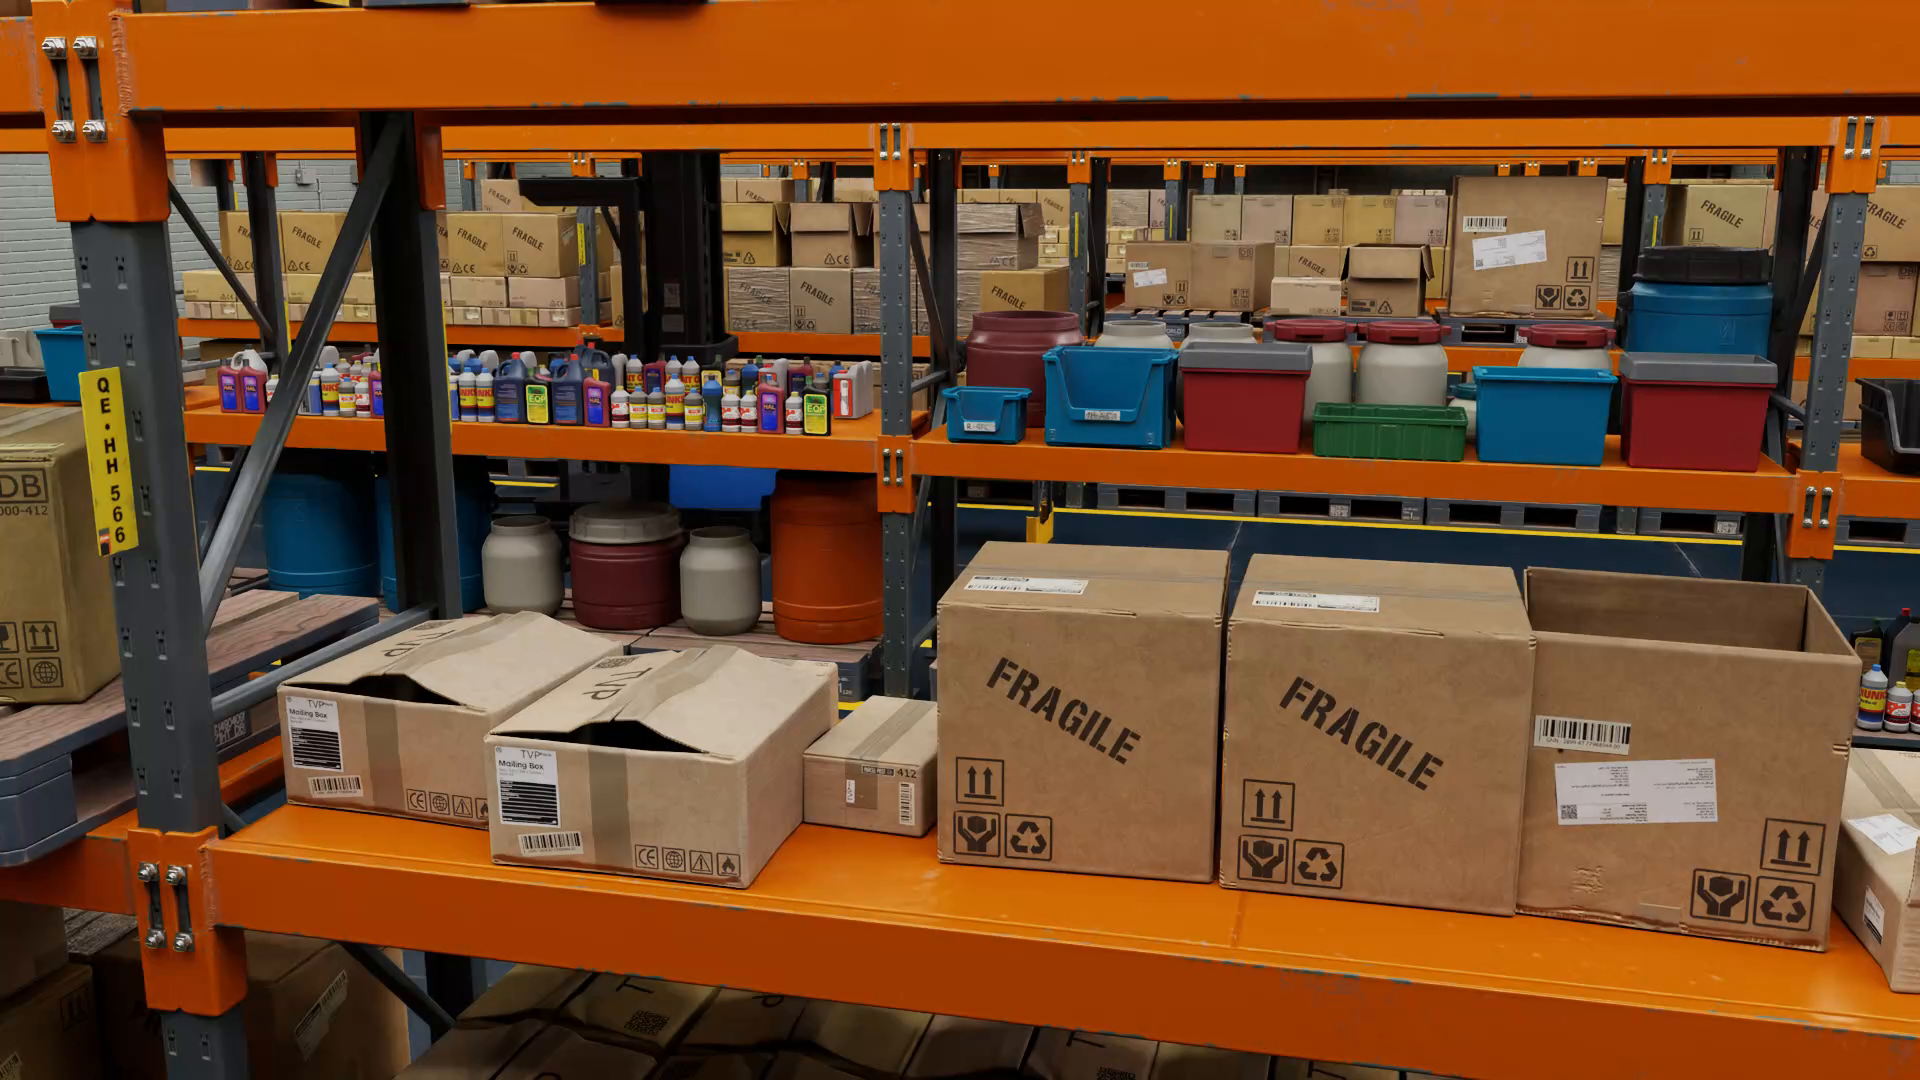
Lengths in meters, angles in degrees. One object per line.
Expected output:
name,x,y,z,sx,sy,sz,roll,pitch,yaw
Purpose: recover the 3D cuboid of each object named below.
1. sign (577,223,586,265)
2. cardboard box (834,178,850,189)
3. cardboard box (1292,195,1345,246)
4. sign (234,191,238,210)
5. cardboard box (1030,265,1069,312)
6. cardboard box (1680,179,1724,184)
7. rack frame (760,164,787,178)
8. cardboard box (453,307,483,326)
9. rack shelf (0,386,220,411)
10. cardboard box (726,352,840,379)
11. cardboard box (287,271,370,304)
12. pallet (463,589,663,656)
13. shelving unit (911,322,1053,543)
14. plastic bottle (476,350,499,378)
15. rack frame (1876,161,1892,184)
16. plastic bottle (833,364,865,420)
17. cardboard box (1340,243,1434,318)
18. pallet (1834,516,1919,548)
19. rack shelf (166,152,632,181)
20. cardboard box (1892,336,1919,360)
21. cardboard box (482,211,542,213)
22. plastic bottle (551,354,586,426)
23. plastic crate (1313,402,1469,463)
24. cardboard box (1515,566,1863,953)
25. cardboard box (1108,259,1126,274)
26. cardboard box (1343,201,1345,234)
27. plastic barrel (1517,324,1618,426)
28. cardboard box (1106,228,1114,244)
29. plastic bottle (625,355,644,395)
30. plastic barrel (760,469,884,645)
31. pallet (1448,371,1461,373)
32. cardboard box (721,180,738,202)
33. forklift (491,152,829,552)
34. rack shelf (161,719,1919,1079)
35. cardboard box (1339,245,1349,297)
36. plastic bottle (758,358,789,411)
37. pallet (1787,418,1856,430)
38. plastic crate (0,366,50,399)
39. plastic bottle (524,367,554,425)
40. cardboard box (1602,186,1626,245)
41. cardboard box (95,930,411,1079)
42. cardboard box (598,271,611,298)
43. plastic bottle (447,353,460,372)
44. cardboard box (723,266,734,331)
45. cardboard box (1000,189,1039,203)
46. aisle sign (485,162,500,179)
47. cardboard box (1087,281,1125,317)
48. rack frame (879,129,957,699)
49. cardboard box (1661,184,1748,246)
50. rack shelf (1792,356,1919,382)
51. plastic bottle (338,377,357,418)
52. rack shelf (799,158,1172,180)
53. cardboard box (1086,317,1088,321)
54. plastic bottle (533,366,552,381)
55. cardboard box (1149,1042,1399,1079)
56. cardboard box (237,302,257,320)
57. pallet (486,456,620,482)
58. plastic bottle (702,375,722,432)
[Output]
sign,-3.021,-2.362,13.274,0.005,0.325,0.100,3,13,14
cardboard box,-1.610,-4.965,23.151,0.250,0.149,0.380,3,13,13
cardboard box,3.704,-3.307,17.176,0.500,0.500,0.700,3,13,13
sign,-6.629,-3.020,15.198,0.005,0.325,0.100,3,13,14
cardboard box,0.587,-1.941,13.328,0.500,0.500,0.500,3,13,15
cardboard box,9.127,-4.229,20.645,0.500,0.500,0.700,3,13,13
rack frame,-3.213,-5.353,28.937,0.127,3.000,1.000,3,13,14
cardboard box,-4.013,-1.882,13.871,0.250,0.149,0.380,3,13,15
rack shelf,-6.018,-0.729,9.754,4.000,0.370,1.077,3,13,14
cardboard box,-1.396,-1.110,13.748,0.875,0.875,1.225,3,13,12
cardboard box,-5.378,-2.163,14.218,0.500,0.250,0.500,3,13,12
pallet,-2.149,0.497,9.007,1.213,0.211,1.003,3,13,14
shelving unit,0.074,-0.728,11.553,1.083,1.500,0.587,3,13,14
plastic bottle,-2.641,-0.911,9.201,0.135,0.276,0.152,3,13,14
rack frame,11.135,-3.479,20.489,0.127,3.000,1.000,3,13,14
plastic bottle,-0.572,-0.766,8.549,0.135,0.276,0.152,3,13,14
cardboard box,3.172,-1.928,12.292,0.637,0.503,0.797,4,13,19
pallet,6.726,-0.151,11.926,1.213,0.211,1.003,3,13,14
rack shelf,-4.831,-3.235,14.123,4.000,0.370,1.077,3,13,14
cardboard box,6.474,-1.330,11.385,0.250,0.149,0.380,3,13,14
cardboard box,-3.769,-2.562,14.282,0.500,0.500,0.500,3,13,14
plastic bottle,-1.942,-0.752,8.312,0.185,0.351,0.144,3,13,14
plastic crate,1.932,-0.488,7.499,0.662,0.188,0.450,3,13,14
cardboard box,1.247,0.361,2.950,0.500,0.500,0.500,4,13,18
cardboard box,1.691,-2.859,17.306,0.250,0.149,0.380,3,13,14
cardboard box,4.775,-4.169,21.714,0.500,0.500,0.500,3,13,14
plastic barrel,2.815,-0.723,7.754,0.433,0.535,0.433,0,13,0
cardboard box,1.452,-3.163,17.303,0.250,0.149,0.380,3,13,13
plastic bottle,-1.763,-0.868,9.017,0.097,0.271,0.097,0,13,0
plastic barrel,-0.672,0.064,8.560,0.708,0.830,0.600,3,13,14
pallet,6.496,-2.365,21.907,1.213,0.211,1.003,3,13,14
cardboard box,-2.627,-3.731,18.398,0.500,0.500,0.500,3,13,12
forklift,-2.402,-1.459,11.542,3.031,2.935,1.130,0,13,2
rack shelf,0.559,0.728,3.188,4.000,0.370,1.077,3,13,14
cardboard box,4.119,-2.738,16.919,0.500,0.500,0.500,3,13,13
plastic bottle,-0.984,-0.822,8.802,0.135,0.276,0.152,3,13,14
pallet,8.072,-1.160,16.475,1.213,0.211,1.003,3,13,14
plastic crate,-5.227,-0.873,9.238,0.590,0.125,0.437,3,13,14
plastic bottle,-2.106,-0.719,8.317,0.133,0.283,0.061,3,13,14
cardboard box,6.514,-3.214,16.457,0.550,0.550,0.875,3,13,14
cardboard box,-1.756,1.195,4.179,0.500,0.500,0.500,4,13,16
cardboard box,-3.283,-2.169,14.245,0.500,0.250,0.500,3,13,13
plastic bottle,-2.784,-0.888,9.110,0.097,0.271,0.097,0,13,0
cardboard box,-2.014,-1.964,13.430,0.500,0.500,0.500,3,13,14
cardboard box,0.830,-4.508,22.588,0.500,0.500,0.500,3,13,12
aisle sign,-5.485,-4.599,19.536,0.004,0.787,0.394,3,13,14
cardboard box,1.853,-3.162,22.997,0.875,0.875,0.875,3,13,14
rack frame,-0.193,-0.769,8.272,0.127,3.000,1.000,3,13,14
cardboard box,5.380,-2.319,12.035,0.500,0.500,0.500,3,13,14
rack shelf,6.819,-1.147,11.641,4.000,0.370,1.077,3,13,14
plastic bottle,-3.162,-0.739,8.599,0.097,0.201,0.097,0,13,0
rack shelf,0.339,-4.065,17.865,4.000,0.370,1.077,3,13,14
cardboard box,1.177,-2.312,18.298,0.500,0.250,0.500,3,13,13
plastic bottle,-2.092,-0.731,8.375,0.133,0.283,0.061,3,13,14
cardboard box,0.666,1.191,3.525,0.500,0.311,0.500,3,13,15
cardboard box,-6.009,-1.989,14.351,0.250,0.149,0.380,3,13,12
pallet,-3.609,-0.712,14.457,1.213,0.211,1.003,3,13,14
plastic bottle,-1.208,-0.669,8.120,0.097,0.271,0.097,0,13,0
